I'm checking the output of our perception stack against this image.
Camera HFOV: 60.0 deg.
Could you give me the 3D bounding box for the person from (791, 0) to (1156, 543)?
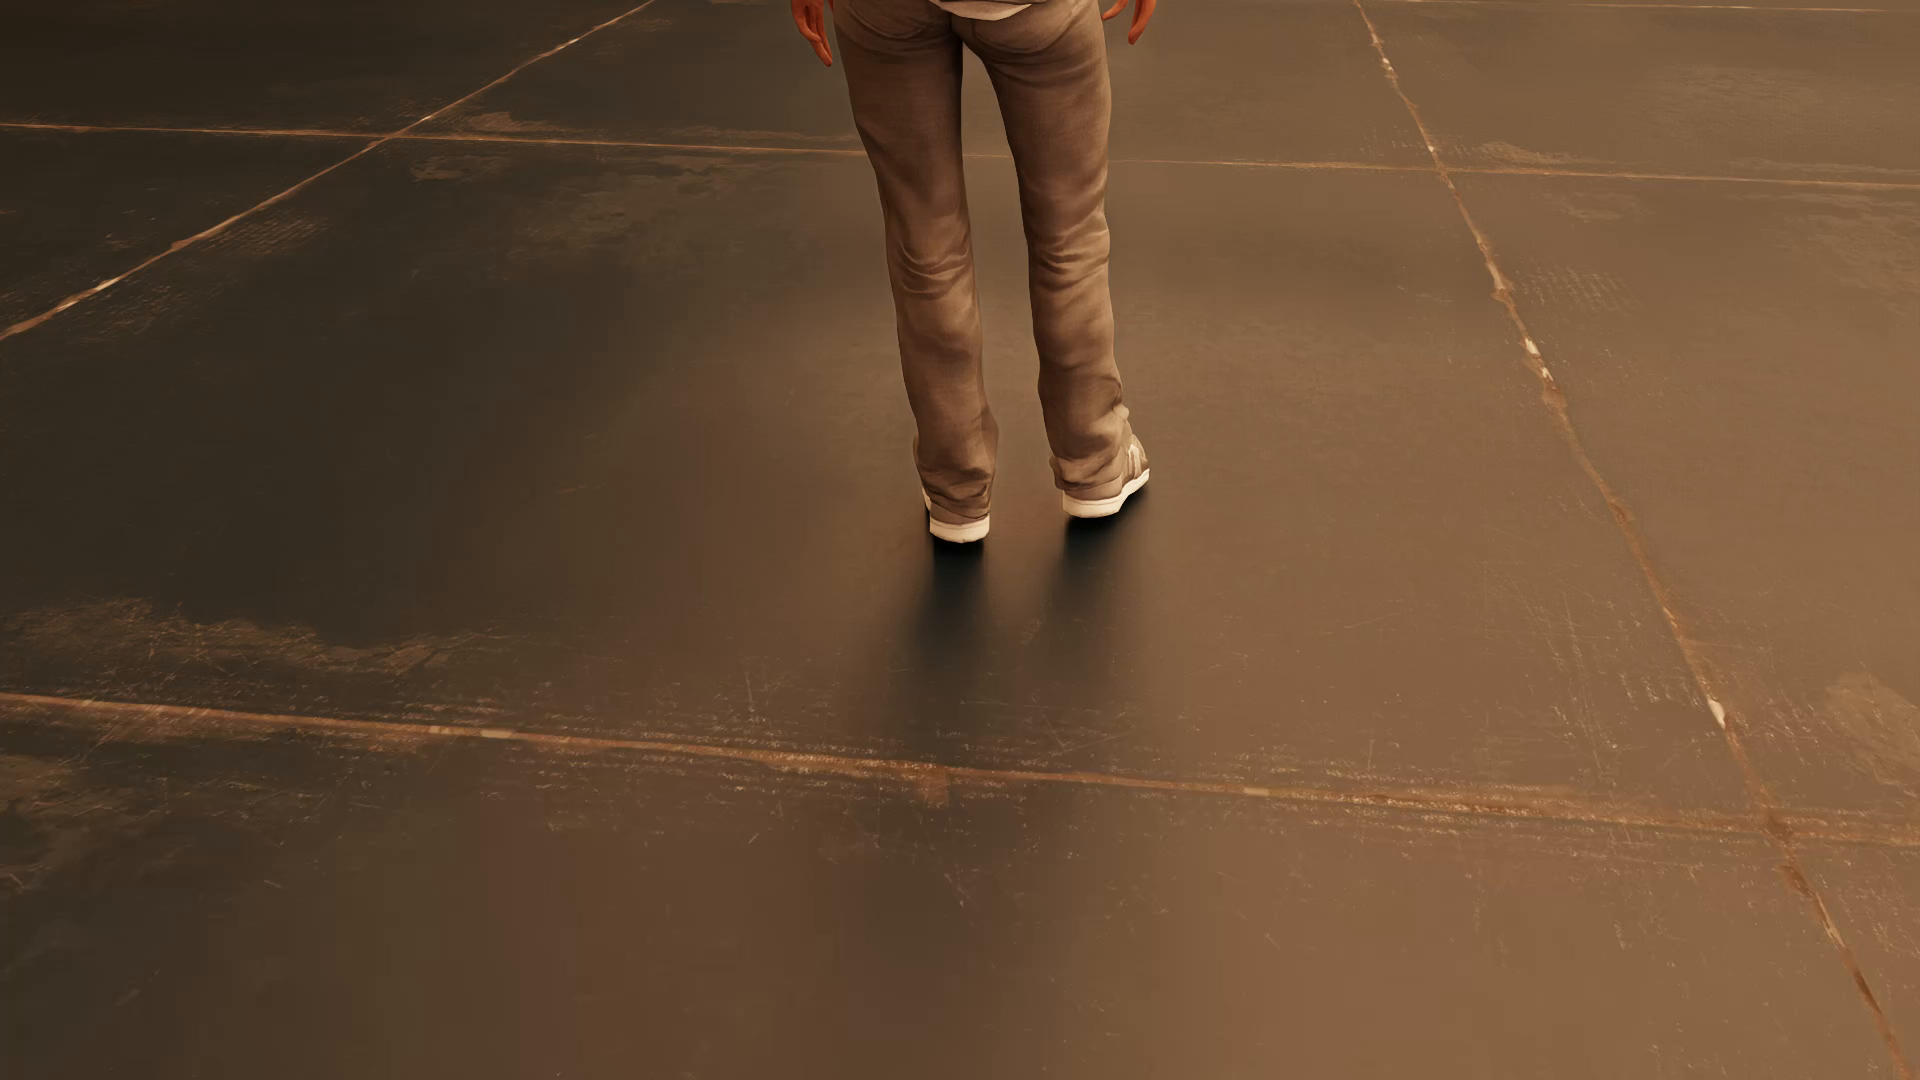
[{"bbox_3d":[0.024,-0.753,2.204,0.520,1.597,0.475,3,27,7],"label":"person"}]
